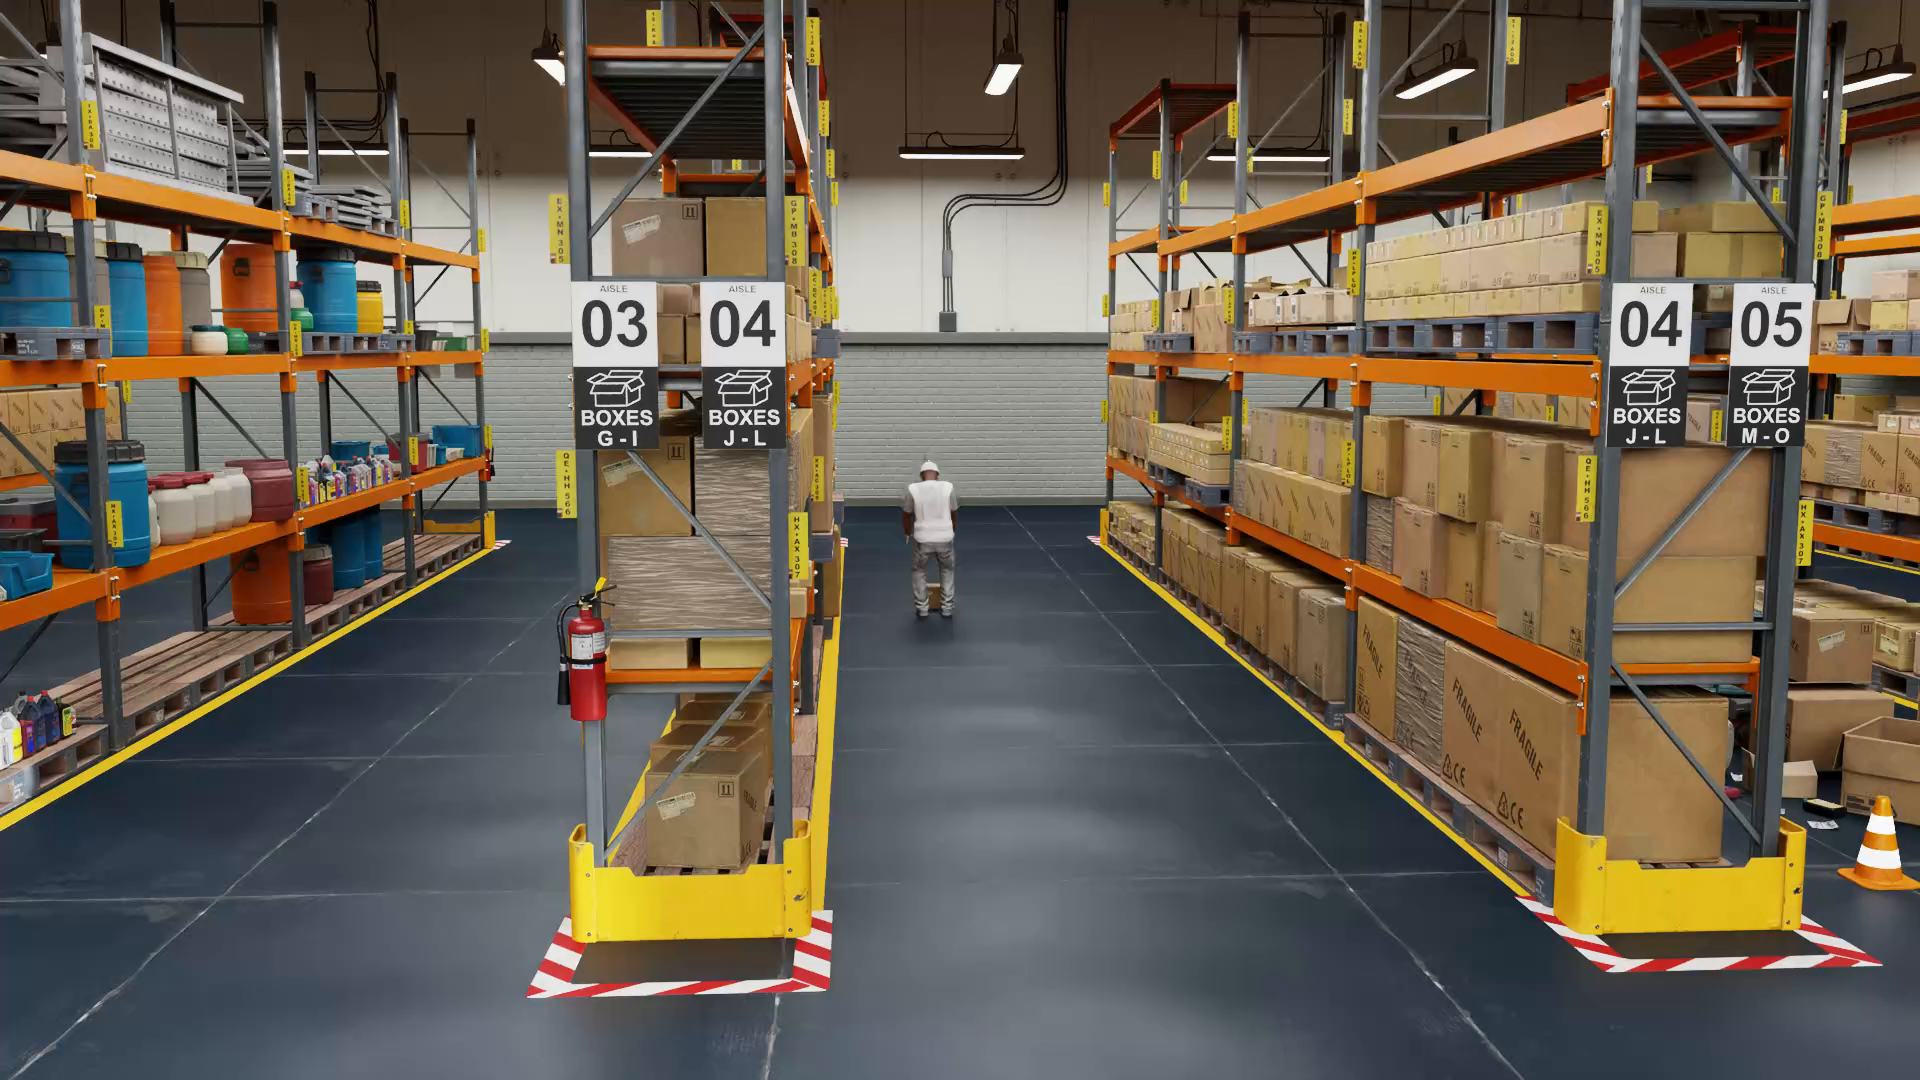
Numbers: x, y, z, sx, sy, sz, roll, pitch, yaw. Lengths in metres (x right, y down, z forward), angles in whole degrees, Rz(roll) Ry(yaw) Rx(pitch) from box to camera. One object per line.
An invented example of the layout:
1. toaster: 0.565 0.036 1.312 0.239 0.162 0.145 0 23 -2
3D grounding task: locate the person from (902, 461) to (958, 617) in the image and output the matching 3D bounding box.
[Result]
1. person: -0.322 -0.012 17.854 0.594 1.644 0.584 0 7 -3
